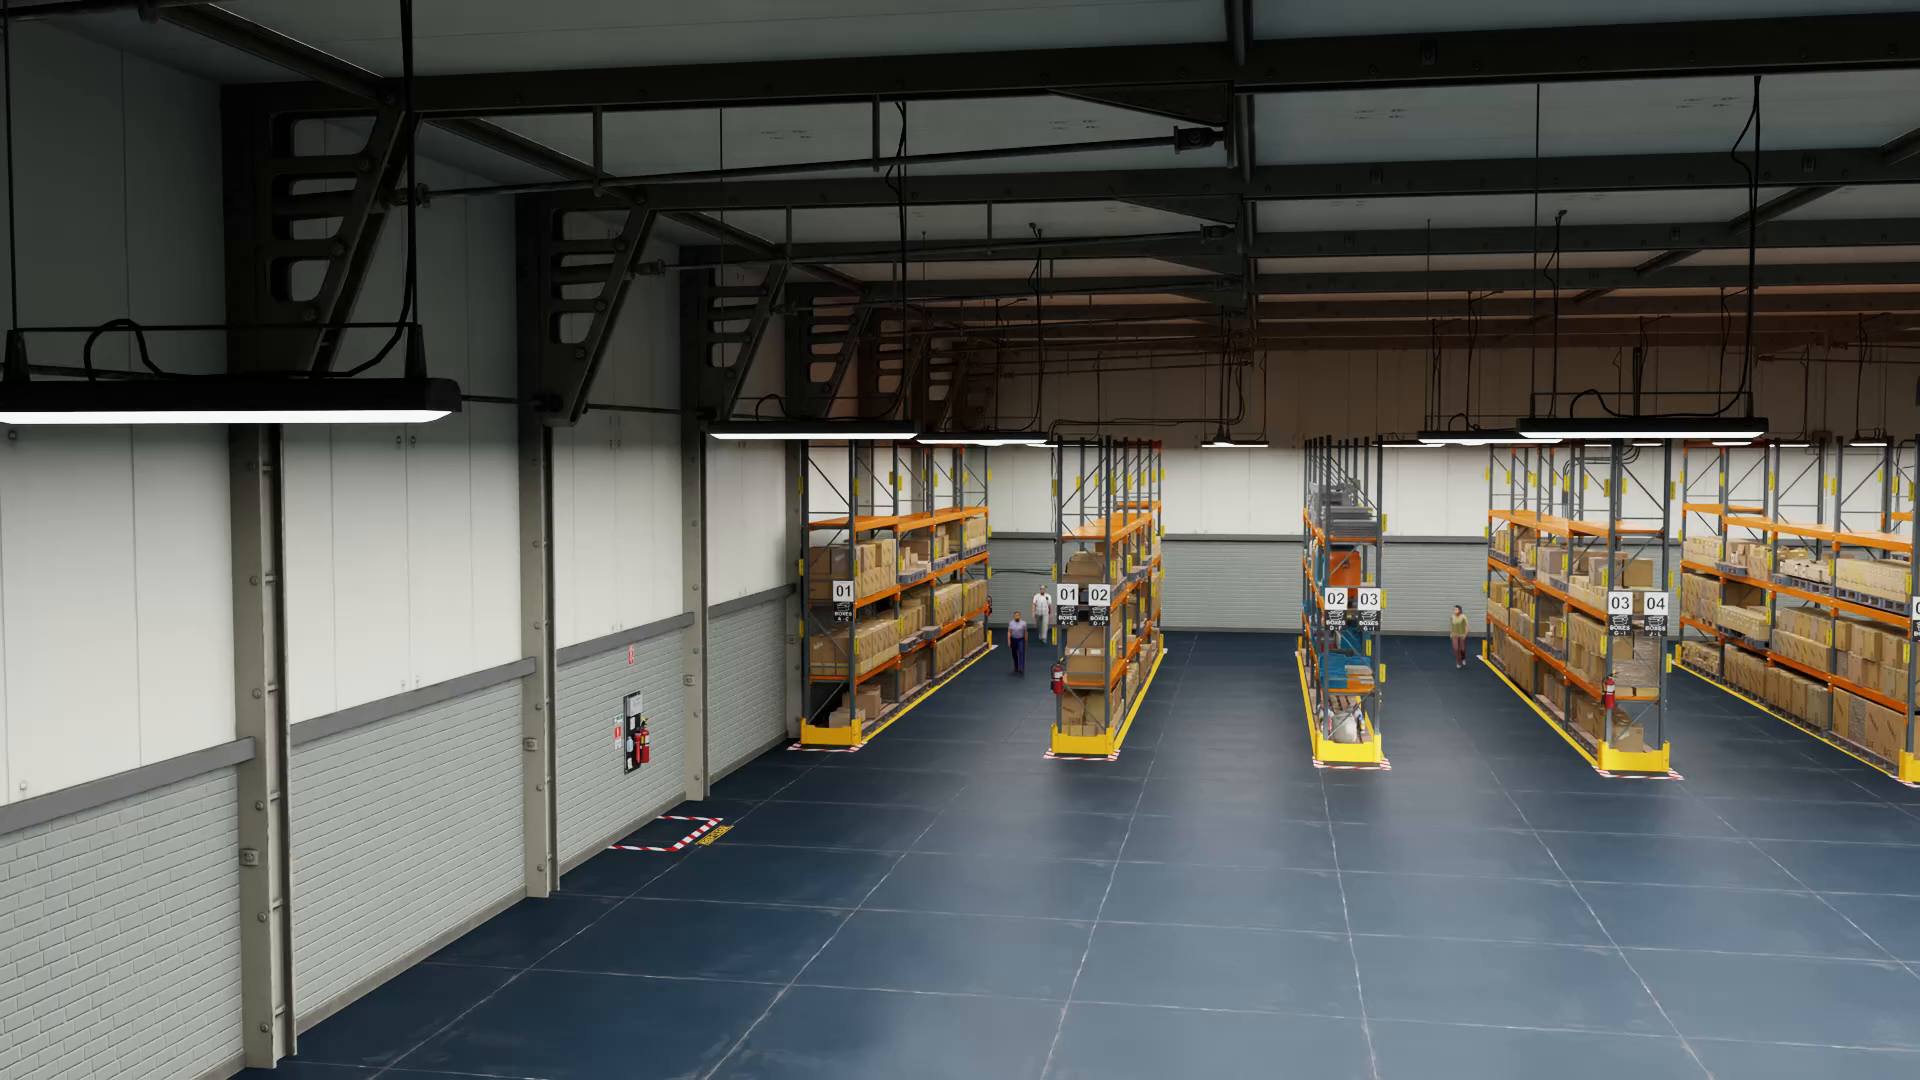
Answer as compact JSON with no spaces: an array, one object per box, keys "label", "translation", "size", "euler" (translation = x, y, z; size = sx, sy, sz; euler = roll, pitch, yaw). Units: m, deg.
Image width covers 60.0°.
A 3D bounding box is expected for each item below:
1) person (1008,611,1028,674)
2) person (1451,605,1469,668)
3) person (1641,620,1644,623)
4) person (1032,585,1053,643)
[{"label":"person","translation":[1.470,2.612,42.477],"size":[0.518,1.588,1.041],"euler":[1,3,17]},{"label":"person","translation":[13.207,2.534,43.886],"size":[0.491,1.652,0.590],"euler":[2,3,26]},{"label":"person","translation":[17.834,2.573,42.937],"size":[0.530,1.676,0.661],"euler":[1,3,22]},{"label":"person","translation":[2.445,2.177,49.501],"size":[0.597,1.715,1.086],"euler":[0,3,7]}]
